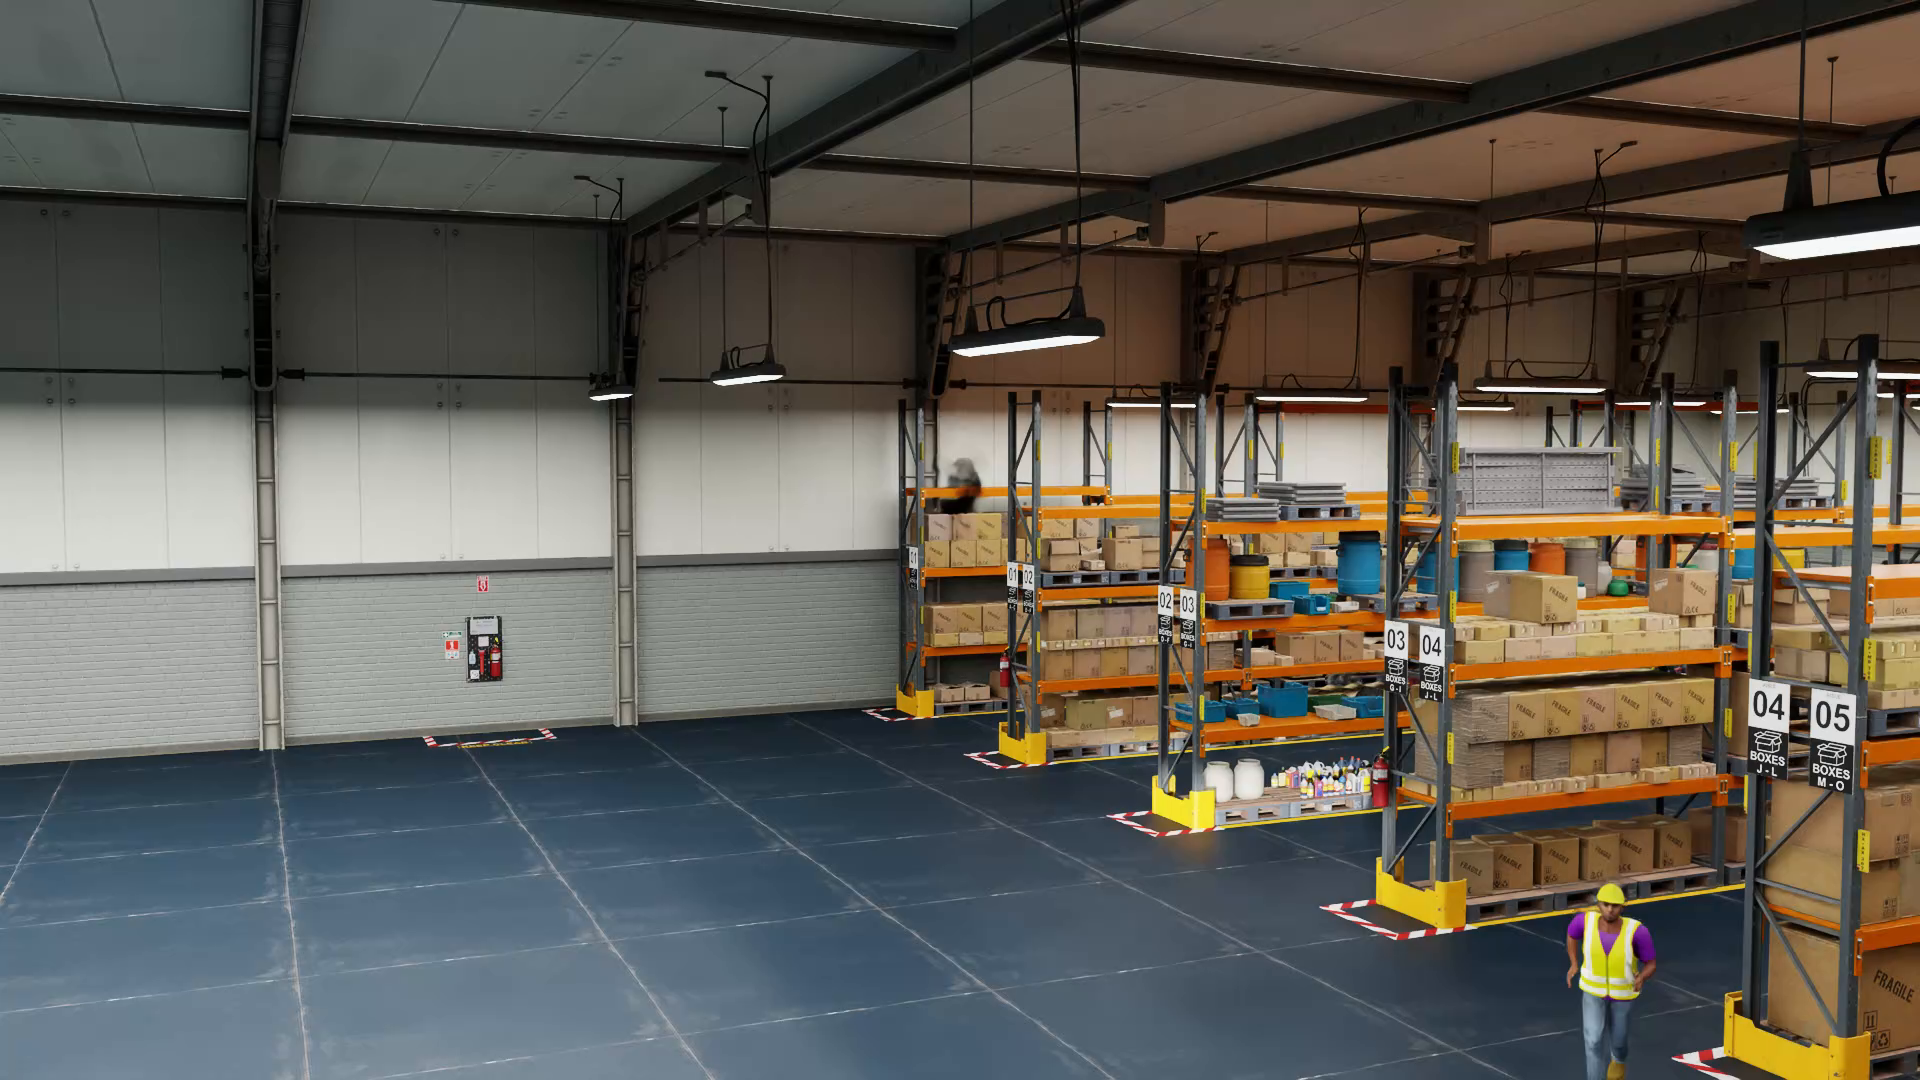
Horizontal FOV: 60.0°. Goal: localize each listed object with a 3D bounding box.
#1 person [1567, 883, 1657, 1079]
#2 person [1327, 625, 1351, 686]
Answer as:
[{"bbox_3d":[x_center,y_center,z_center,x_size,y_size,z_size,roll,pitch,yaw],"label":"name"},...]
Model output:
[{"bbox_3d":[5.060,3.520,12.947,0.667,1.757,0.981,1,4,23],"label":"person"},{"bbox_3d":[7.396,2.328,32.194,0.854,1.701,0.677,-2,4,-26],"label":"person"}]
